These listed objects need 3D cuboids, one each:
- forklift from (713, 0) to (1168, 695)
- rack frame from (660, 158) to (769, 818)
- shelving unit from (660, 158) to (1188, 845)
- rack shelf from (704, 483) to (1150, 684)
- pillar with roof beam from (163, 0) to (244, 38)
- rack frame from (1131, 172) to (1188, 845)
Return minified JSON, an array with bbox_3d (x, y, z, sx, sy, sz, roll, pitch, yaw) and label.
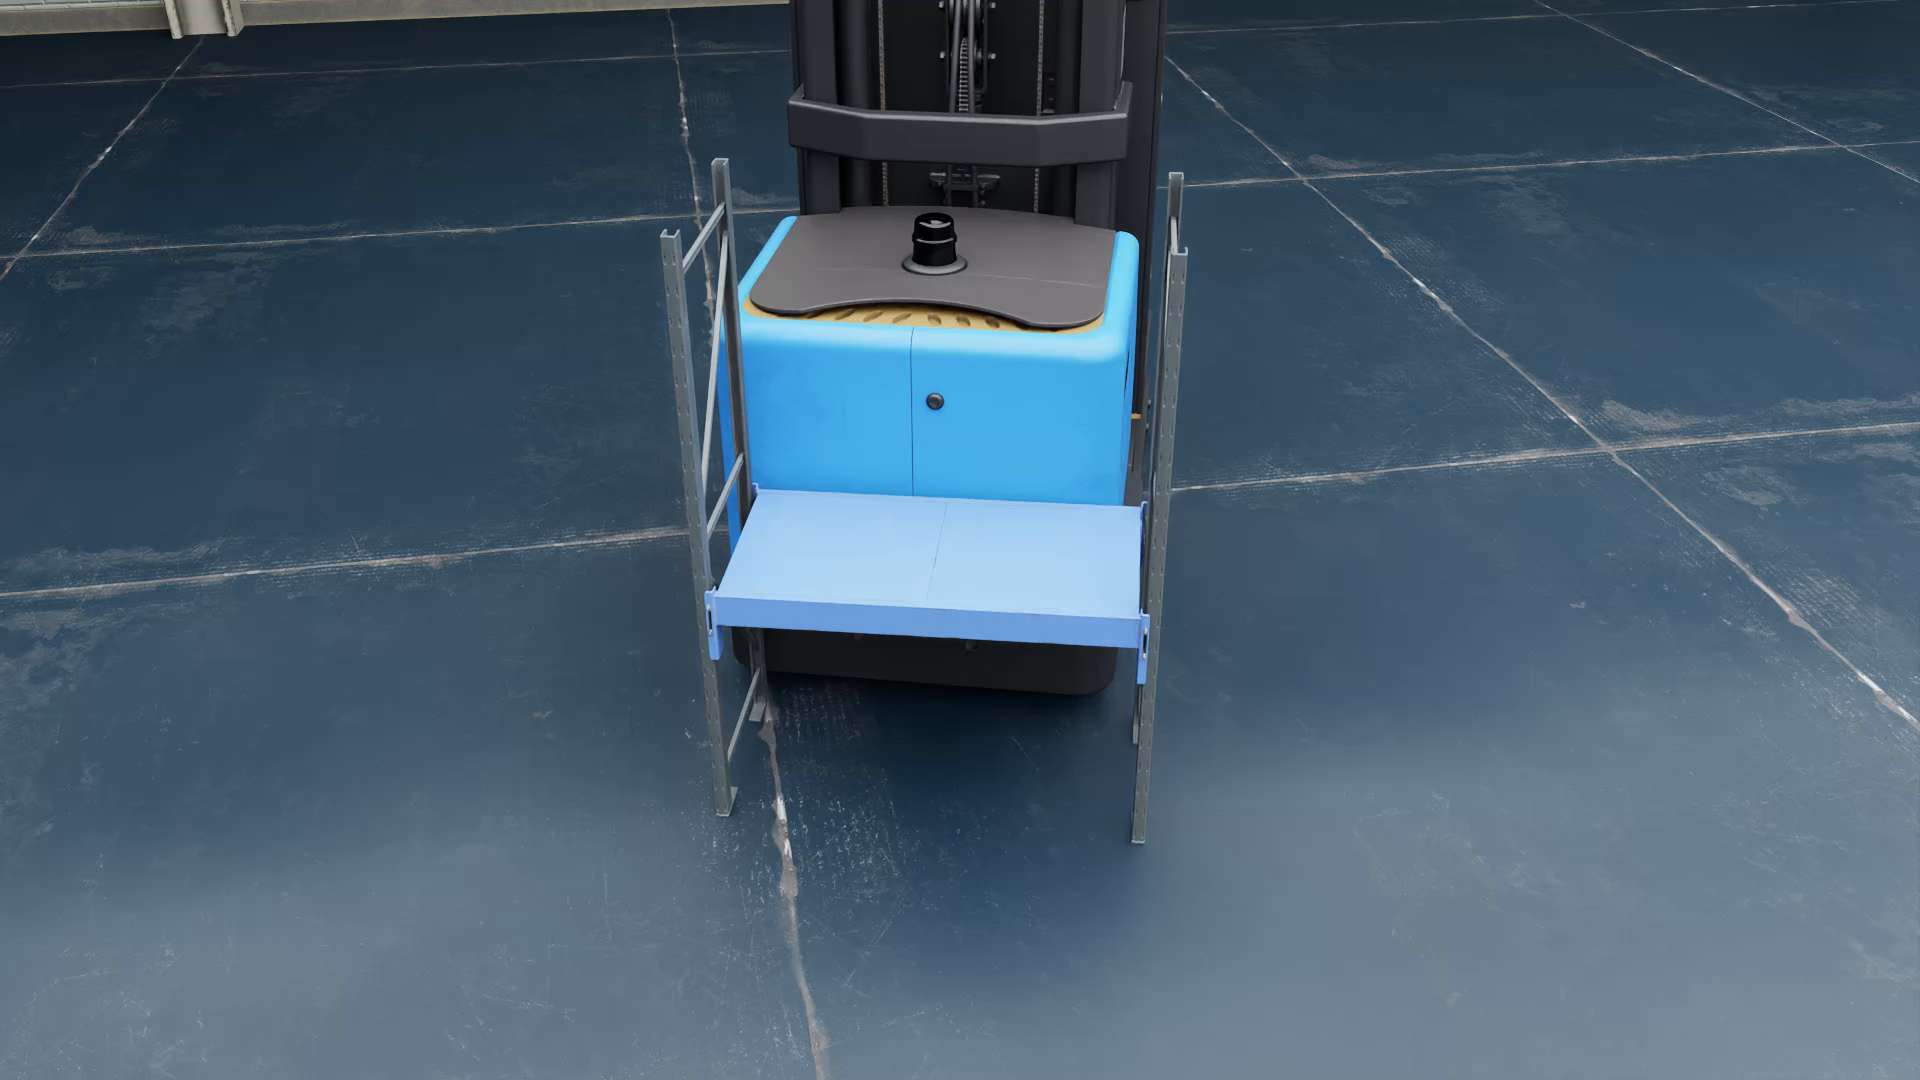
[{"bbox_3d":[0.085,-1.579,5.044,1.130,2.935,3.031,4,31,7],"label":"forklift"},{"bbox_3d":[-0.560,-0.089,3.917,0.032,1.500,0.500,3,31,5],"label":"rack frame"},{"bbox_3d":[-0.054,-0.063,3.875,1.048,1.500,0.538,3,31,5],"label":"shelving unit"},{"bbox_3d":[-0.054,0.091,3.967,1.000,0.185,0.538,3,31,5],"label":"rack shelf"},{"bbox_3d":[-4.165,-5.078,5.008,0.400,9.000,9.100,-5,31,-9],"label":"pillar with roof beam"},{"bbox_3d":[0.452,-0.038,3.832,0.032,1.500,0.500,3,31,5],"label":"rack frame"}]
